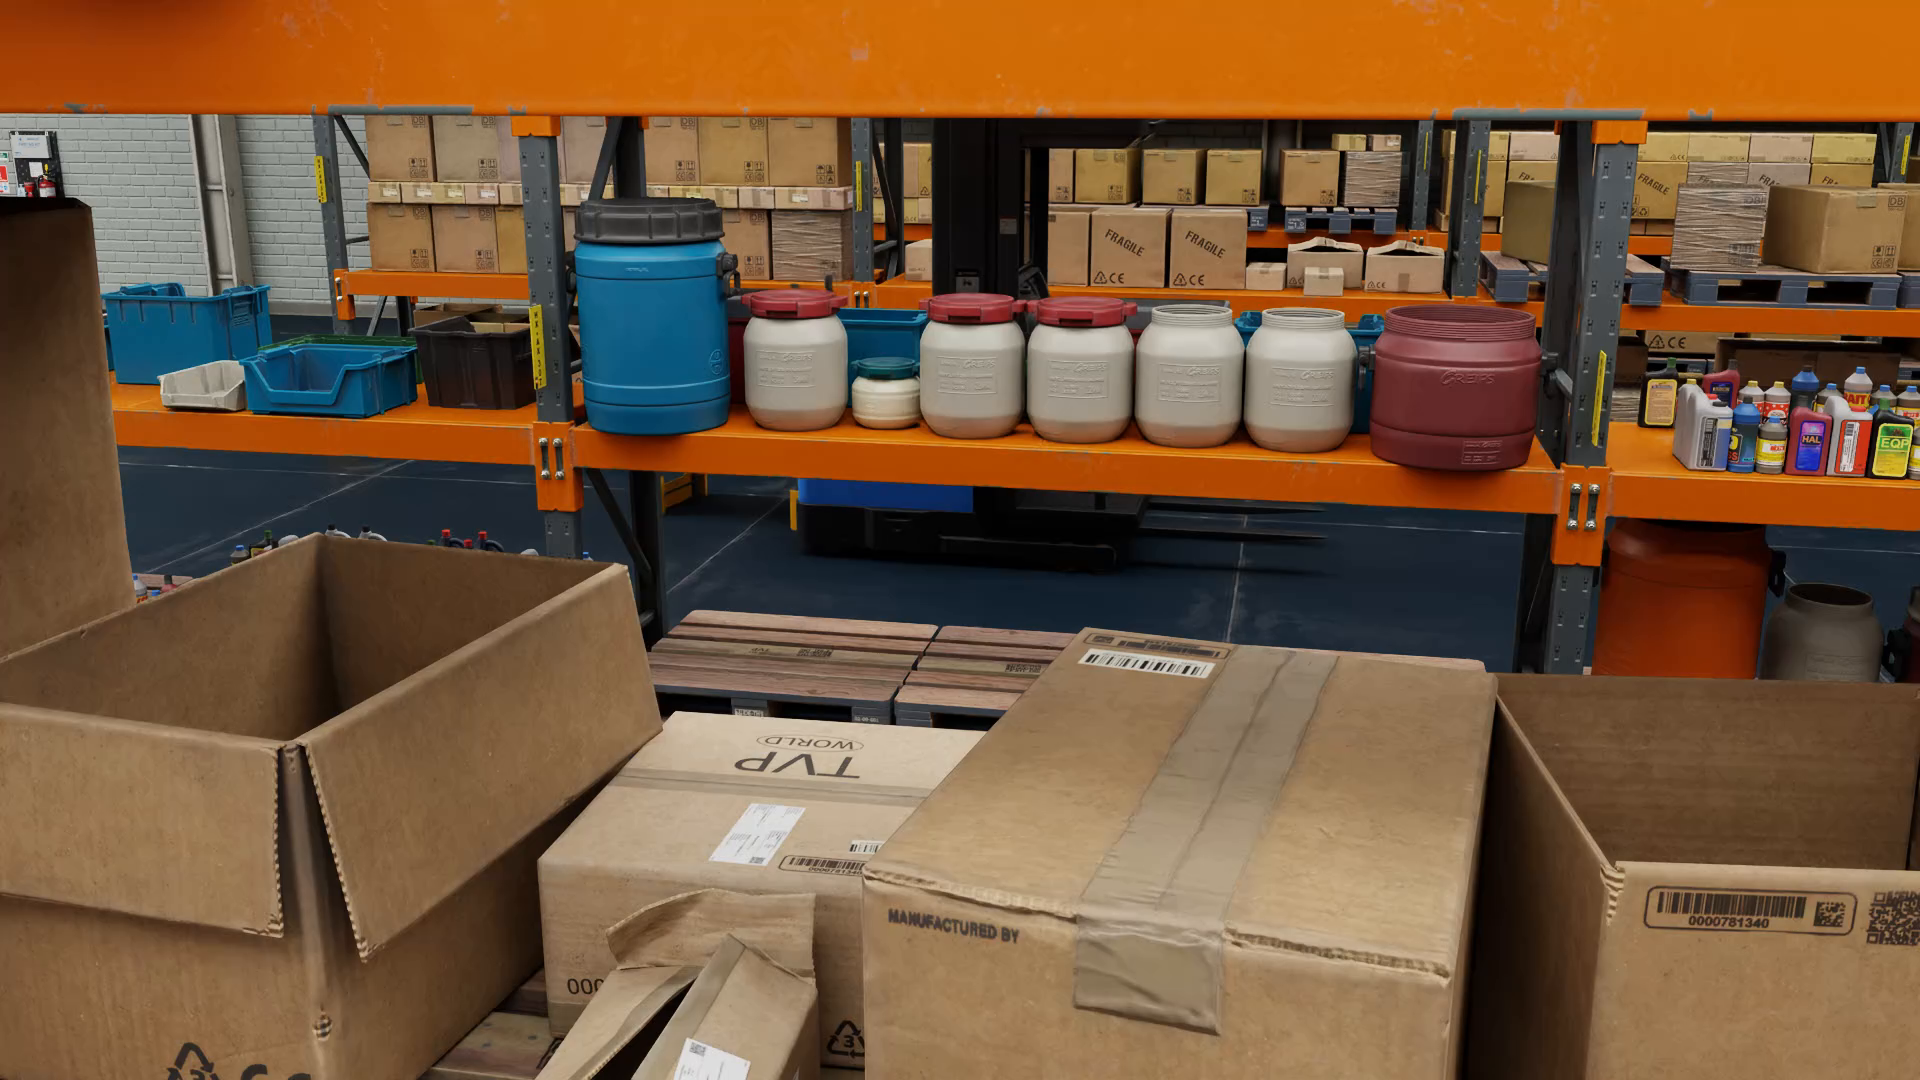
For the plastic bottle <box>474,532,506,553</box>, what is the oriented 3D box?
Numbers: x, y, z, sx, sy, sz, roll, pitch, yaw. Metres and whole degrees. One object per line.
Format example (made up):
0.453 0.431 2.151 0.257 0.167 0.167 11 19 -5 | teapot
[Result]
-2.270 0.135 8.025 0.185 0.351 0.144 4 16 13 | plastic bottle

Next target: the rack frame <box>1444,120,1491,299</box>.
3.348 -1.861 11.092 0.127 3.000 1.000 3 16 11 | rack frame

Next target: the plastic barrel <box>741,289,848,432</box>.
-0.668 -0.736 6.774 0.433 0.535 0.433 0 15 0 | plastic barrel

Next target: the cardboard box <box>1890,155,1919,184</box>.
8.780 -3.056 14.843 0.700 0.700 0.980 3 16 12 | cardboard box

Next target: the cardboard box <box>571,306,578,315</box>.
-2.924 -1.525 12.839 0.500 0.500 0.500 3 16 11 | cardboard box

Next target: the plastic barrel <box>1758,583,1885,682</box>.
3.412 0.459 6.589 0.421 0.512 0.421 0 15 0 | plastic barrel

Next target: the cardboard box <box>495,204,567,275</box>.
-3.035 -2.252 12.316 0.500 0.500 0.700 3 16 11 | cardboard box

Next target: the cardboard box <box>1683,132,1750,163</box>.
6.744 -3.522 14.900 0.500 0.250 0.500 3 16 12 | cardboard box

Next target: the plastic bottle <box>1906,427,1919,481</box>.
3.410 -0.317 5.890 0.097 0.201 0.097 0 15 0 | plastic bottle

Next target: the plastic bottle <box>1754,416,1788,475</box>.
2.921 -0.344 5.986 0.097 0.201 0.097 0 15 0 | plastic bottle

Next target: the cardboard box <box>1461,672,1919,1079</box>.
0.833 0.461 1.734 0.500 0.500 0.500 1 16 4 | cardboard box

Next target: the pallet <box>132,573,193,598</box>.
-4.603 0.389 8.192 1.213 0.211 1.003 3 16 11 | pallet

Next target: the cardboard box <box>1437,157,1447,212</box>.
4.847 -3.402 15.873 0.500 0.500 0.500 3 16 11 | cardboard box

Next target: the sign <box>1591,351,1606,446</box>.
2.255 -0.500 5.872 0.005 0.325 0.100 3 16 11 | sign

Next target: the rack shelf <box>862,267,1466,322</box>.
1.388 -1.621 11.572 4.000 0.370 1.077 3 16 11 | rack shelf

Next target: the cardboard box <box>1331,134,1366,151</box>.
3.670 -3.754 15.698 0.250 0.149 0.380 0 15 2 | cardboard box

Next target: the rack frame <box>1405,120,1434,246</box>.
4.332 -3.157 15.771 0.127 3.000 1.000 3 16 11 | rack frame

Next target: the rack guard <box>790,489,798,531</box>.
-0.898 -0.252 10.433 0.087 0.250 0.587 6 17 21 | rack guard

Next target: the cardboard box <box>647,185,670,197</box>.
-2.125 -2.461 11.855 0.250 0.149 0.380 4 16 13 | cardboard box

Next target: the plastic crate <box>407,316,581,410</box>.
-2.050 -0.810 7.412 0.504 0.338 0.767 3 16 11 | plastic crate

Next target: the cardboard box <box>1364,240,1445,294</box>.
3.001 -1.849 11.215 0.500 0.311 0.500 4 16 15 | cardboard box

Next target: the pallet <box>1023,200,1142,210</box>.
1.132 -3.199 16.280 1.213 0.211 1.003 3 16 11 | pallet

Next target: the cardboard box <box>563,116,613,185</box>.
-2.483 -2.849 12.042 0.500 0.500 0.700 3 16 11 | cardboard box

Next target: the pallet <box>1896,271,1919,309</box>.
6.507 -1.627 10.606 1.213 0.211 1.003 3 16 11 | pallet

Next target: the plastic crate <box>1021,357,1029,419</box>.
0.201 -0.657 7.143 0.662 0.188 0.450 3 16 11 | plastic crate

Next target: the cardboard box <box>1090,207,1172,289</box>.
1.185 -2.022 11.486 0.500 0.500 0.500 3 16 11 | cardboard box

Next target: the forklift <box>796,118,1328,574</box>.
0.617 -1.379 9.480 3.031 2.935 1.130 3 16 11 | forklift

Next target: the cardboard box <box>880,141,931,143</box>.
-0.513 -3.777 16.847 0.500 0.500 0.500 3 16 11 | cardboard box

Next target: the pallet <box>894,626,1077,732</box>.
0.414 0.661 7.209 1.213 0.211 1.003 3 16 11 | pallet

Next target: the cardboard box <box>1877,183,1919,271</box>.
6.162 -2.003 10.629 0.500 0.500 0.700 6 16 20 | cardboard box

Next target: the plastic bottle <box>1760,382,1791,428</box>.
3.270 -0.532 6.664 0.097 0.201 0.097 0 15 0 | plastic bottle

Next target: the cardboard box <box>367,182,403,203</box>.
-4.150 -2.570 12.250 0.250 0.149 0.380 3 16 11 | cardboard box

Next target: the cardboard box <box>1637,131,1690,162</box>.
6.244 -3.549 14.997 0.500 0.250 0.500 3 16 10 | cardboard box

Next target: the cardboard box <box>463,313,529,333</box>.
-3.520 -1.413 12.432 0.500 0.500 0.500 3 16 11 | cardboard box

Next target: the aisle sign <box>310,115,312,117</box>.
-4.617 -3.463 12.005 0.004 0.787 0.394 3 16 11 | aisle sign

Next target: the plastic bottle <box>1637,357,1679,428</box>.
2.839 -0.599 6.756 0.133 0.283 0.061 3 16 11 | plastic bottle

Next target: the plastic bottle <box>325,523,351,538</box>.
-3.054 0.092 8.178 0.185 0.351 0.144 4 16 13 | plastic bottle

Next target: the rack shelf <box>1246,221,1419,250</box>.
2.372 -2.917 16.251 4.000 0.370 1.077 3 16 11 | rack shelf

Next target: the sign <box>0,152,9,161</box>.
-11.462 -4.559 19.771 0.331 0.109 0.001 3 16 11 | sign

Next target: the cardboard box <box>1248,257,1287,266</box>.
3.070 -2.597 16.203 0.500 0.250 0.500 3 16 12 | cardboard box

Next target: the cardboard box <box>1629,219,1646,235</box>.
6.114 -2.889 15.235 0.250 0.149 0.380 3 16 11 | cardboard box

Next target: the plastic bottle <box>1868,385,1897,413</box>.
3.652 -0.511 6.589 0.097 0.201 0.097 0 15 0 | plastic bottle

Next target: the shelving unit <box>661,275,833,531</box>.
-1.360 -0.904 10.446 1.083 1.500 0.587 6 17 21 | shelving unit

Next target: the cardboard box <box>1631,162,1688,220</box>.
6.266 -3.183 15.082 0.500 0.500 0.500 4 16 13 | cardboard box

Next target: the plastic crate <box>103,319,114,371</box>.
-4.297 -0.935 8.027 0.408 0.251 0.499 3 16 11 | plastic crate

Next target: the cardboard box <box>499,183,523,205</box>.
-3.138 -2.516 12.053 0.250 0.149 0.380 3 16 9 | cardboard box

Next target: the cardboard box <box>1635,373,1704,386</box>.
4.819 -0.853 11.309 0.500 0.500 0.500 3 16 9 | cardboard box

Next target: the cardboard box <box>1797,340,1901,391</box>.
5.863 -1.160 11.014 0.500 0.250 0.500 3 16 11 | cardboard box

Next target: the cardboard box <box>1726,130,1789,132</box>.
7.339 -3.626 15.275 0.500 0.250 0.500 3 16 12 | cardboard box

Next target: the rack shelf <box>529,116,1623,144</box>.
0.398 -1.771 6.494 4.000 0.370 1.077 3 16 11 | rack shelf

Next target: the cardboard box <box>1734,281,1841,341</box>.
7.589 -2.111 15.236 0.750 0.750 0.750 3 16 12 | cardboard box

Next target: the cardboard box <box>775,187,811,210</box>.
-1.122 -2.407 11.659 0.250 0.149 0.380 3 16 10 | cardboard box

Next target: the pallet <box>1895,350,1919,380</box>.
8.981 -1.540 15.155 1.213 0.211 1.003 3 16 11 | pallet

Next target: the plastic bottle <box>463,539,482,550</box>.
-2.299 0.172 7.889 0.185 0.351 0.144 3 16 11 | plastic bottle

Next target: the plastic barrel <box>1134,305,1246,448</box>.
0.894 -0.641 6.477 0.421 0.512 0.421 0 15 0 | plastic barrel

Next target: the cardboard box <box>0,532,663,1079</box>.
-0.832 0.333 2.190 0.637 0.503 0.797 5 16 17 | cardboard box

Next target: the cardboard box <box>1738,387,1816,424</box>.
5.255 -0.689 10.718 0.500 0.500 0.500 3 16 9 | cardboard box

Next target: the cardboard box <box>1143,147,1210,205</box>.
2.102 -3.536 16.126 0.500 0.500 0.700 5 16 19 | cardboard box
